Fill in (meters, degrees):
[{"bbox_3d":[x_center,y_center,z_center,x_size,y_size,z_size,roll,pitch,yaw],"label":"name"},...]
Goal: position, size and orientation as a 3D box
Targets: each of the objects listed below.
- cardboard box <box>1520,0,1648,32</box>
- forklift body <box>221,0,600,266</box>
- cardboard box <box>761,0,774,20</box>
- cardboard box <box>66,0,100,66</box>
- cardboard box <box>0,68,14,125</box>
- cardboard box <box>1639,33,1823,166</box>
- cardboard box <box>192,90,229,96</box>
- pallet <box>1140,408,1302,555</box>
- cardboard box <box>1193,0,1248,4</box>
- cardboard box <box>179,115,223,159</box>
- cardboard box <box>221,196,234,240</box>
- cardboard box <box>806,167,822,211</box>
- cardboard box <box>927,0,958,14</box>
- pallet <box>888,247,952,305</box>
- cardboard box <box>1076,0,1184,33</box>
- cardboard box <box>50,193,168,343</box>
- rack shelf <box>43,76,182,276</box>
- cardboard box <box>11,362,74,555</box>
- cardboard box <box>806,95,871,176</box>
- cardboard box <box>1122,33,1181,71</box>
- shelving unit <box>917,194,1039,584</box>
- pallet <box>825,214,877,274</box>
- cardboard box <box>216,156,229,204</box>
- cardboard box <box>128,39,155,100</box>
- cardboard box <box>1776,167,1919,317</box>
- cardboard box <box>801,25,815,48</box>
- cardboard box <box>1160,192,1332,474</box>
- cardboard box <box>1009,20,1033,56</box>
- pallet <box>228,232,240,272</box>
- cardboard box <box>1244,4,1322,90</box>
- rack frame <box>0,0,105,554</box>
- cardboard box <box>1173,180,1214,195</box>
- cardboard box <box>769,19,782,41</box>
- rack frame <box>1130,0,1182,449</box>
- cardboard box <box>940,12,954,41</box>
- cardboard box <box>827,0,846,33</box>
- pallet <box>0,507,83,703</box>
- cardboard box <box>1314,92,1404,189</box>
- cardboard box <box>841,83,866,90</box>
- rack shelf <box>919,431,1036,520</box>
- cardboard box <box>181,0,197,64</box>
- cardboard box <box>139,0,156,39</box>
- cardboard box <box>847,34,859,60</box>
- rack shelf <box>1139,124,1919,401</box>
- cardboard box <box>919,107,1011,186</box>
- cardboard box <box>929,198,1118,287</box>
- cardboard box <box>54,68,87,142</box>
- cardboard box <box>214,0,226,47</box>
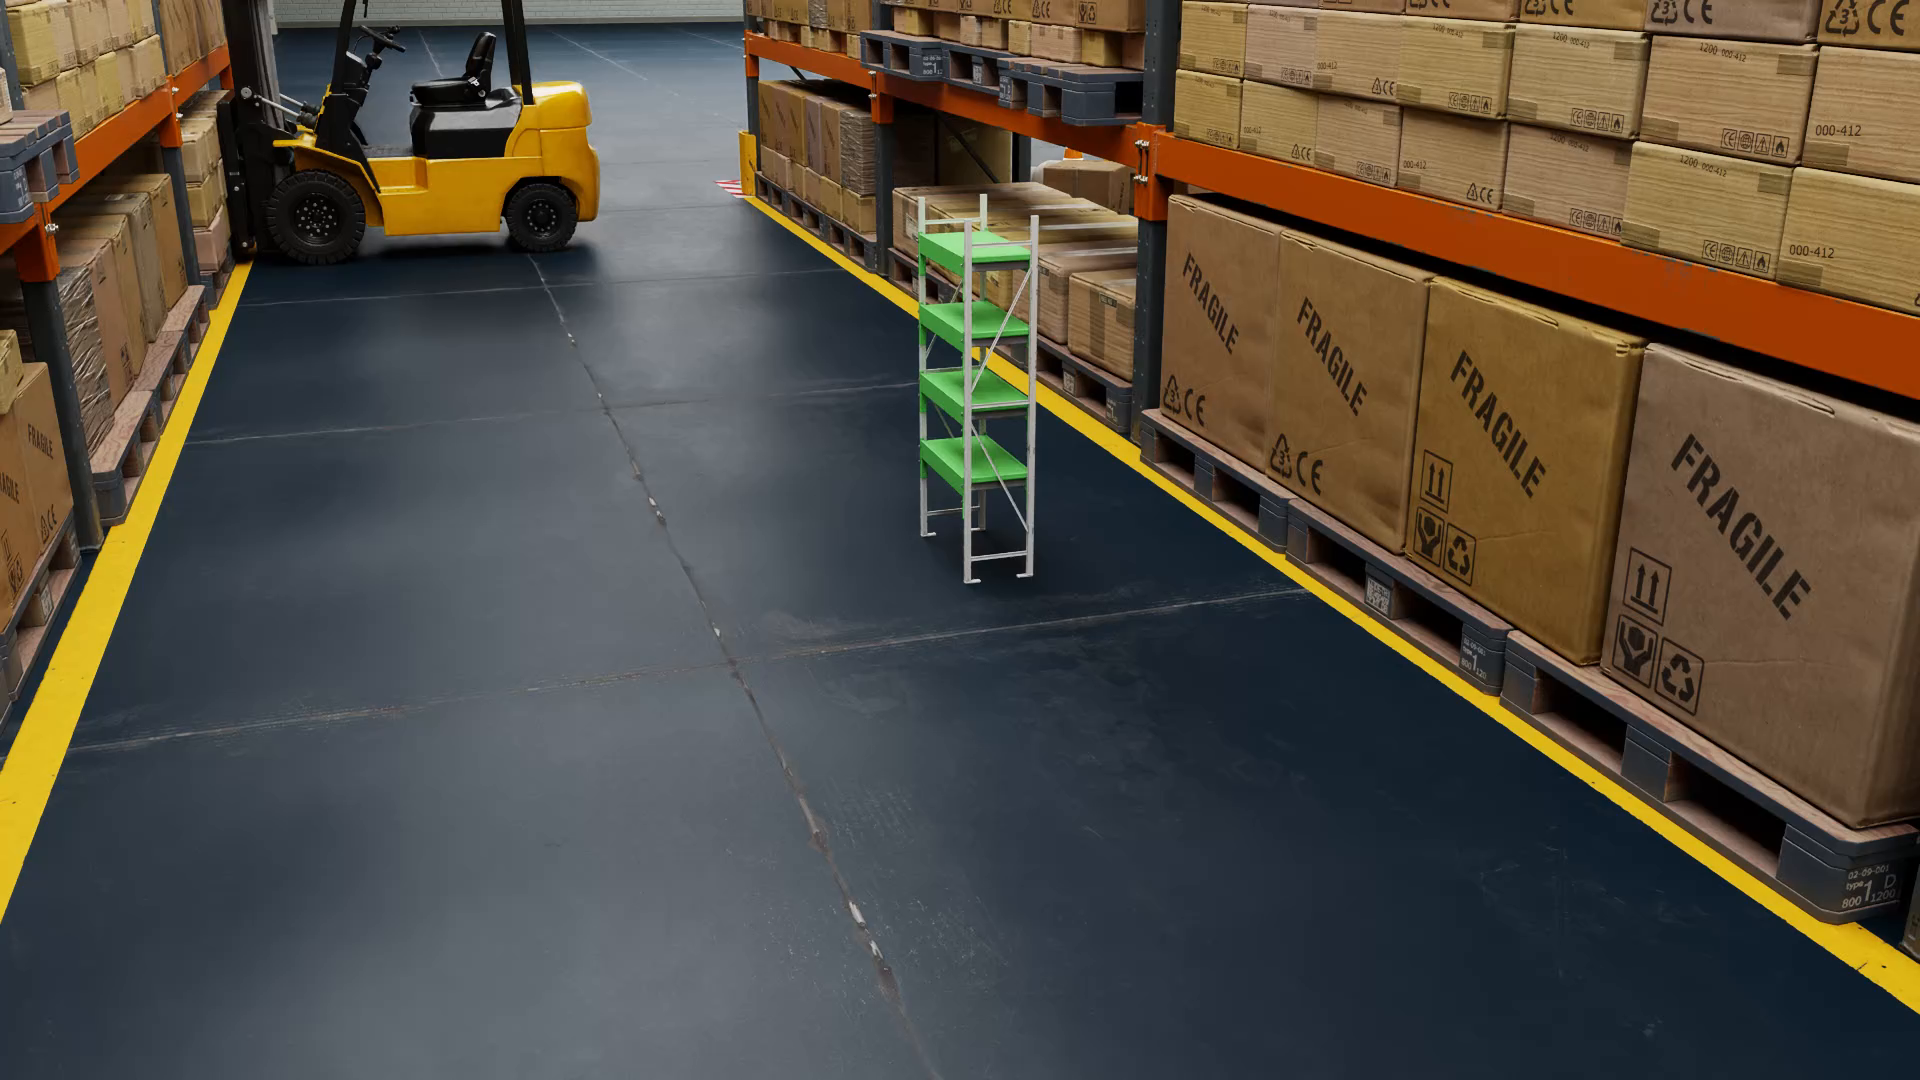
[{"bbox_3d":[1.786,-1.545,4.154,0.500,0.500,0.500,-6,21,-16],"label":"cardboard box"},{"bbox_3d":[-3.680,-3.089,11.335,2.313,2.155,1.214,-6,21,-17],"label":"forklift body"},{"bbox_3d":[-1.245,-4.271,12.783,0.500,0.500,0.500,-6,21,-16],"label":"cardboard box"},{"bbox_3d":[-3.705,-2.000,6.528,0.500,0.250,0.500,-7,21,-19],"label":"cardboard box"},{"bbox_3d":[-2.923,-1.245,4.696,0.380,0.149,0.250,-6,21,-16],"label":"cardboard box"},{"bbox_3d":[1.941,-1.021,3.803,0.500,0.250,0.500,-6,21,-16],"label":"cardboard box"},{"bbox_3d":[-5.567,-3.163,12.251,0.500,0.250,0.500,-6,21,-15],"label":"cardboard box"},{"bbox_3d":[1.394,-0.291,6.414,1.003,0.211,1.213,-6,21,-17],"label":"pallet"},{"bbox_3d":[1.140,-2.198,5.971,0.500,0.500,0.500,-7,21,-19],"label":"cardboard box"},{"bbox_3d":[-4.923,-2.506,10.423,0.500,0.250,0.500,-6,21,-15],"label":"cardboard box"},{"bbox_3d":[-4.939,-2.038,10.599,0.500,0.250,0.500,-6,21,-16],"label":"cardboard box"},{"bbox_3d":[-0.813,-2.546,12.015,0.500,0.250,0.500,-6,21,-16],"label":"cardboard box"},{"bbox_3d":[0.136,-3.031,8.709,0.500,0.500,0.500,-7,21,-18],"label":"cardboard box"},{"bbox_3d":[0.206,-1.586,10.020,1.003,0.211,1.213,-6,21,-17],"label":"pallet"},{"bbox_3d":[0.811,-2.365,6.856,0.500,0.500,0.500,-7,21,-19],"label":"cardboard box"},{"bbox_3d":[-4.339,-1.283,7.944,0.875,0.625,0.625,-7,21,-18],"label":"cardboard box"},{"bbox_3d":[-4.122,-1.639,7.107,1.077,0.370,4.000,-6,21,-17],"label":"rack shelf"},{"bbox_3d":[-3.156,-0.244,5.236,0.500,0.500,0.500,-6,21,-16],"label":"cardboard box"},{"bbox_3d":[-0.803,-2.893,11.869,0.500,0.500,0.500,-5,20,-14],"label":"cardboard box"},{"bbox_3d":[0.891,-2.024,6.865,0.380,0.149,0.250,-6,21,-15],"label":"cardboard box"},{"bbox_3d":[0.052,-0.512,5.566,0.258,1.200,0.503,-6,21,-17],"label":"shelving unit"},{"bbox_3d":[-0.284,-2.047,11.304,1.003,0.211,1.213,-6,21,-17],"label":"pallet"},{"bbox_3d":[-4.917,-2.270,10.507,0.500,0.250,0.500,-7,21,-18],"label":"cardboard box"},{"bbox_3d":[-4.181,-2.254,7.977,0.500,0.250,0.500,-7,21,-18],"label":"cardboard box"},{"bbox_3d":[2.095,-0.627,3.448,0.500,0.250,0.500,-7,21,-18],"label":"cardboard box"},{"bbox_3d":[-0.920,-3.590,11.846,0.380,0.149,0.250,-6,21,-17],"label":"cardboard box"},{"bbox_3d":[1.356,-0.832,6.316,0.875,0.875,0.875,-7,21,-18],"label":"cardboard box"},{"bbox_3d":[0.445,-2.347,7.764,0.380,0.149,0.250,-6,21,-16],"label":"cardboard box"},{"bbox_3d":[-5.348,-1.959,11.058,1.003,0.211,1.213,-6,21,-17],"label":"pallet"},{"bbox_3d":[1.304,-1.674,5.623,0.500,0.250,0.500,-6,21,-16],"label":"cardboard box"},{"bbox_3d":[-3.493,-1.336,5.198,1.000,3.000,0.127,-6,21,-17],"label":"rack frame"},{"bbox_3d":[1.641,-2.527,11.091,0.500,0.500,0.500,-6,21,-17],"label":"cardboard box"},{"bbox_3d":[-1.251,-3.923,12.772,0.380,0.149,0.250,-6,21,-16],"label":"cardboard box"},{"bbox_3d":[1.218,-1.864,6.670,1.000,3.000,0.127,-6,21,-17],"label":"rack frame"},{"bbox_3d":[0.107,-2.766,8.929,0.380,0.149,0.250,-6,21,-16],"label":"cardboard box"},{"bbox_3d":[-0.584,-3.616,10.958,0.500,0.500,0.500,-6,21,-15],"label":"cardboard box"},{"bbox_3d":[-3.295,0.220,4.991,1.003,0.211,1.213,-6,21,-17],"label":"pallet"},{"bbox_3d":[1.470,-1.278,5.259,0.500,0.250,0.500,-6,21,-15],"label":"cardboard box"},{"bbox_3d":[-0.630,-3.292,12.980,0.500,0.500,0.500,-6,21,-15],"label":"cardboard box"},{"bbox_3d":[0.052,-0.226,5.668,0.258,0.148,0.480,-6,21,-17],"label":"rack shelf"},{"bbox_3d":[-4.982,-3.164,10.141,0.500,0.500,0.500,-7,21,-18],"label":"cardboard box"},{"bbox_3d":[-4.354,-2.654,8.350,0.500,0.250,0.500,-7,21,-18],"label":"cardboard box"},{"bbox_3d":[-0.515,-3.180,10.704,0.380,0.149,0.250,-6,21,-16],"label":"cardboard box"},{"bbox_3d":[1.846,-0.884,5.005,1.077,0.370,4.000,-6,21,-17],"label":"rack shelf"},{"bbox_3d":[0.031,-2.623,11.118,0.500,0.500,0.500,-5,20,-15],"label":"cardboard box"},{"bbox_3d":[0.357,-1.711,9.508,0.950,0.372,0.625,-5,20,-14],"label":"cardboard box"},{"bbox_3d":[-3.554,-1.596,6.143,0.500,0.250,0.500,-7,21,-18],"label":"cardboard box"},{"bbox_3d":[-5.604,-3.820,11.967,0.500,0.500,0.500,-7,21,-18],"label":"cardboard box"}]
